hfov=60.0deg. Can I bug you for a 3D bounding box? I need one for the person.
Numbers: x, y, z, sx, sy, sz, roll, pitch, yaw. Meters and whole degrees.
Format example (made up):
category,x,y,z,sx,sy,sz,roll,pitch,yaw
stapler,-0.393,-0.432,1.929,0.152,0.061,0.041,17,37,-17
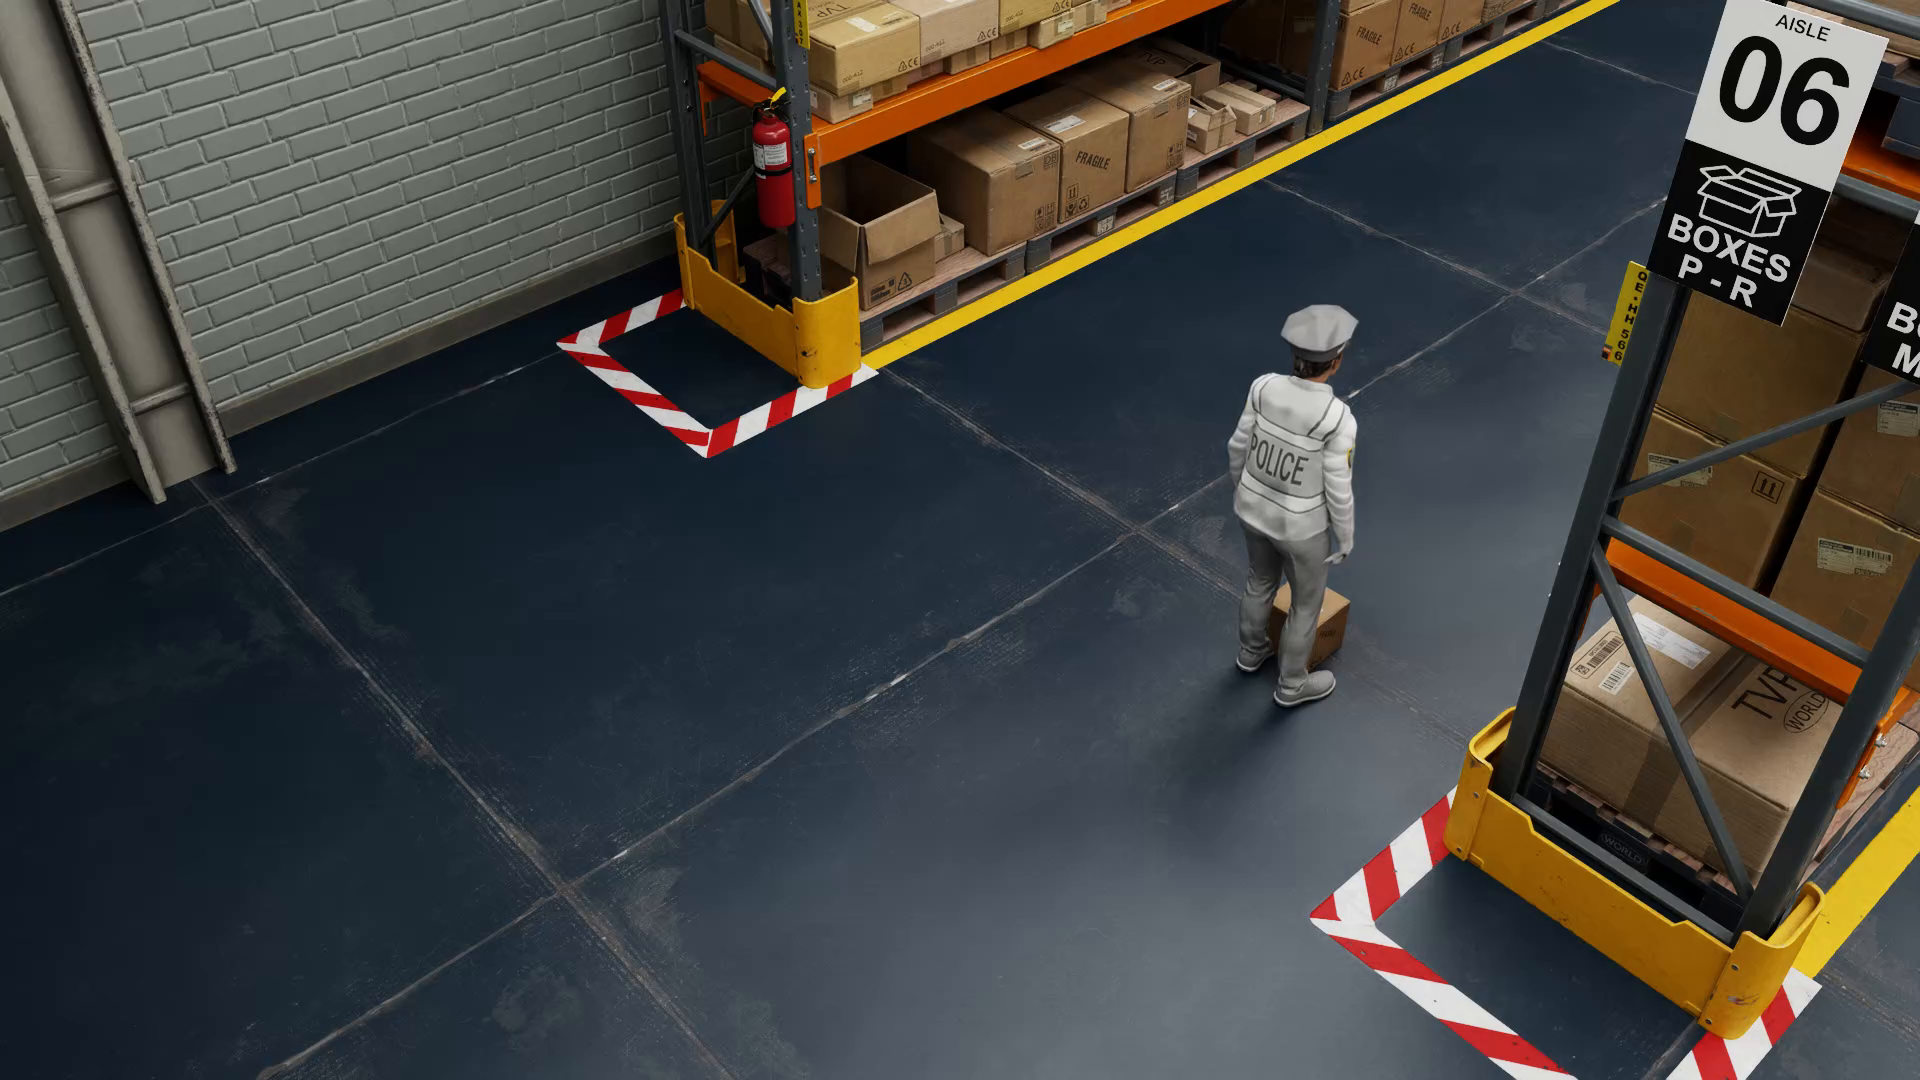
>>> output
category,x,y,z,sx,sy,sz,roll,pitch,yaw
person,1.251,-0.106,6.277,0.545,1.667,0.406,33,50,33
